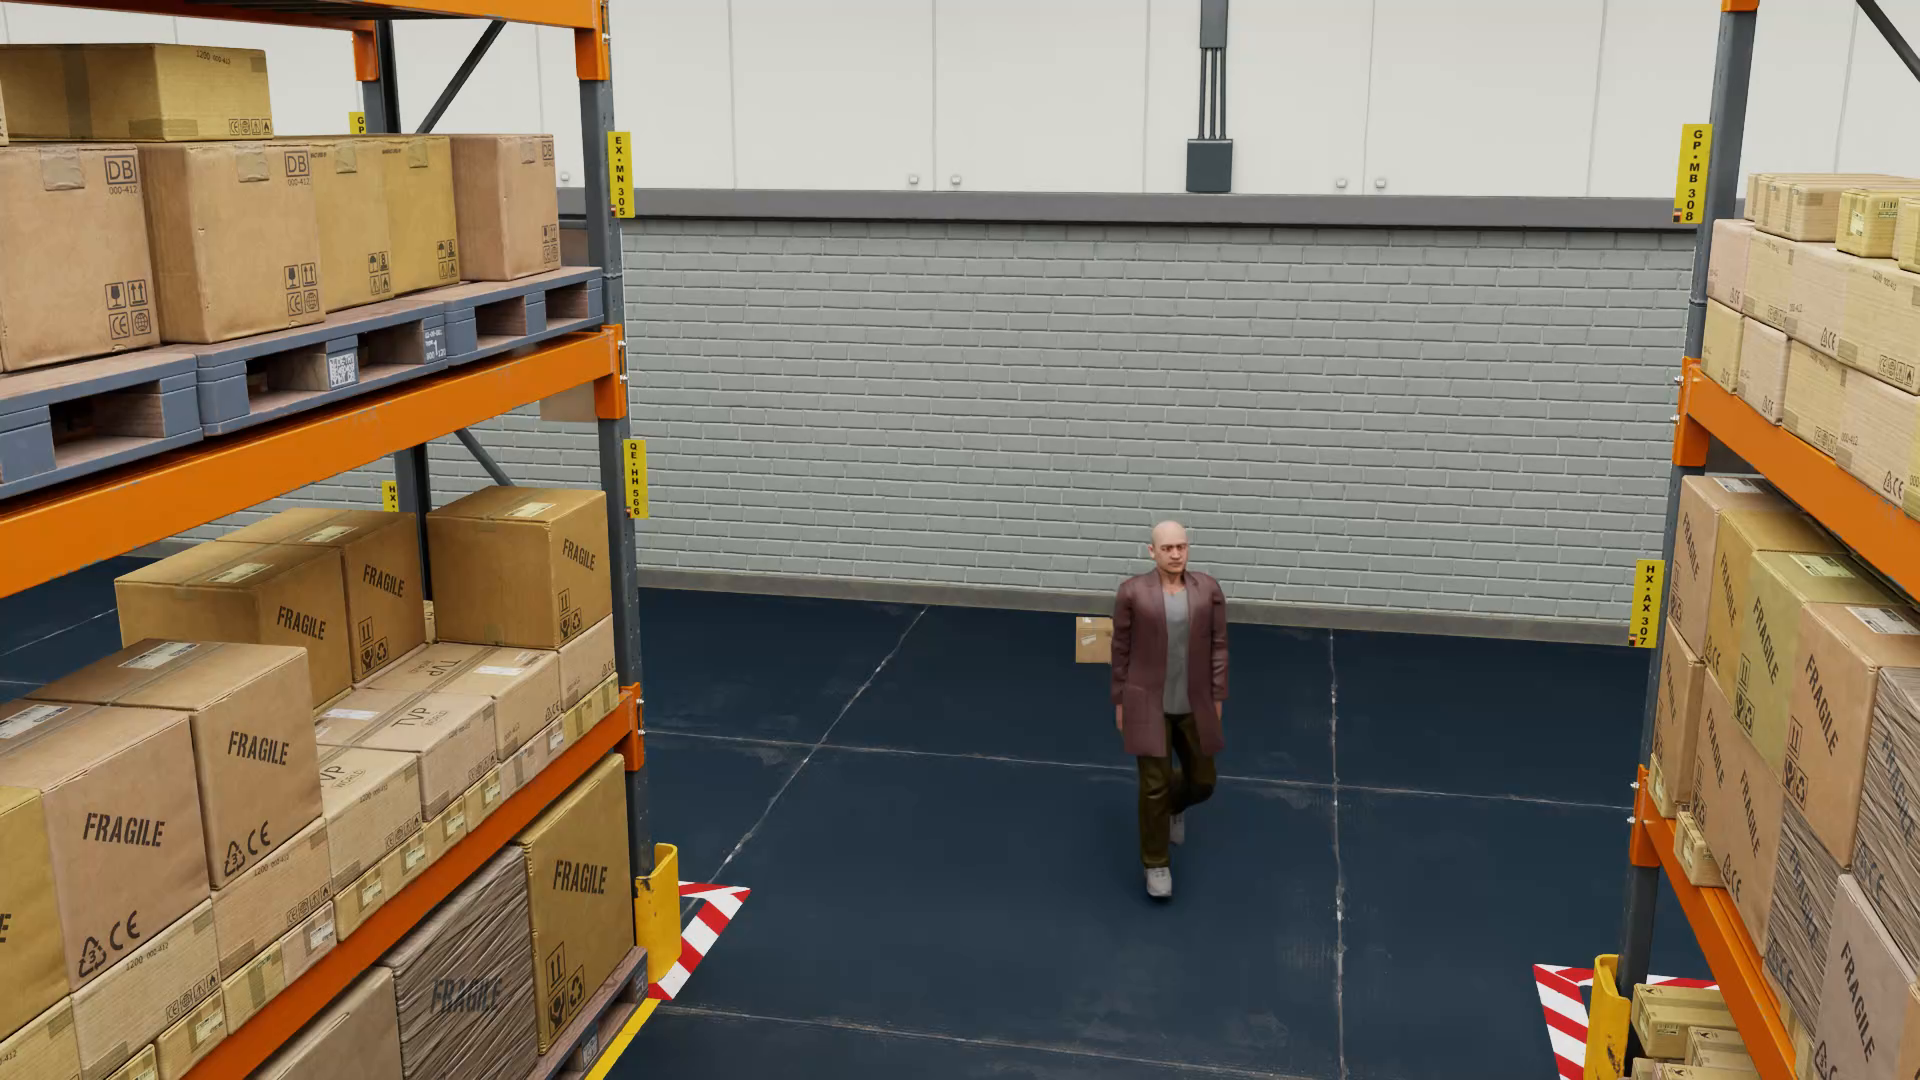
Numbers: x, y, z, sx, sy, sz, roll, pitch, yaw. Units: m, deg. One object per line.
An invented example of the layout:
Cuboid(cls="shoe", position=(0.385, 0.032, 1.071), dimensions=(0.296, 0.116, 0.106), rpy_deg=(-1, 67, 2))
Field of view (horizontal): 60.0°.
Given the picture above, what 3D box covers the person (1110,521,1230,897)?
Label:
Cuboid(cls="person", position=(1.005, 0.767, 7.990), dimensions=(0.574, 1.762, 0.740), rpy_deg=(-2, 15, -6))
